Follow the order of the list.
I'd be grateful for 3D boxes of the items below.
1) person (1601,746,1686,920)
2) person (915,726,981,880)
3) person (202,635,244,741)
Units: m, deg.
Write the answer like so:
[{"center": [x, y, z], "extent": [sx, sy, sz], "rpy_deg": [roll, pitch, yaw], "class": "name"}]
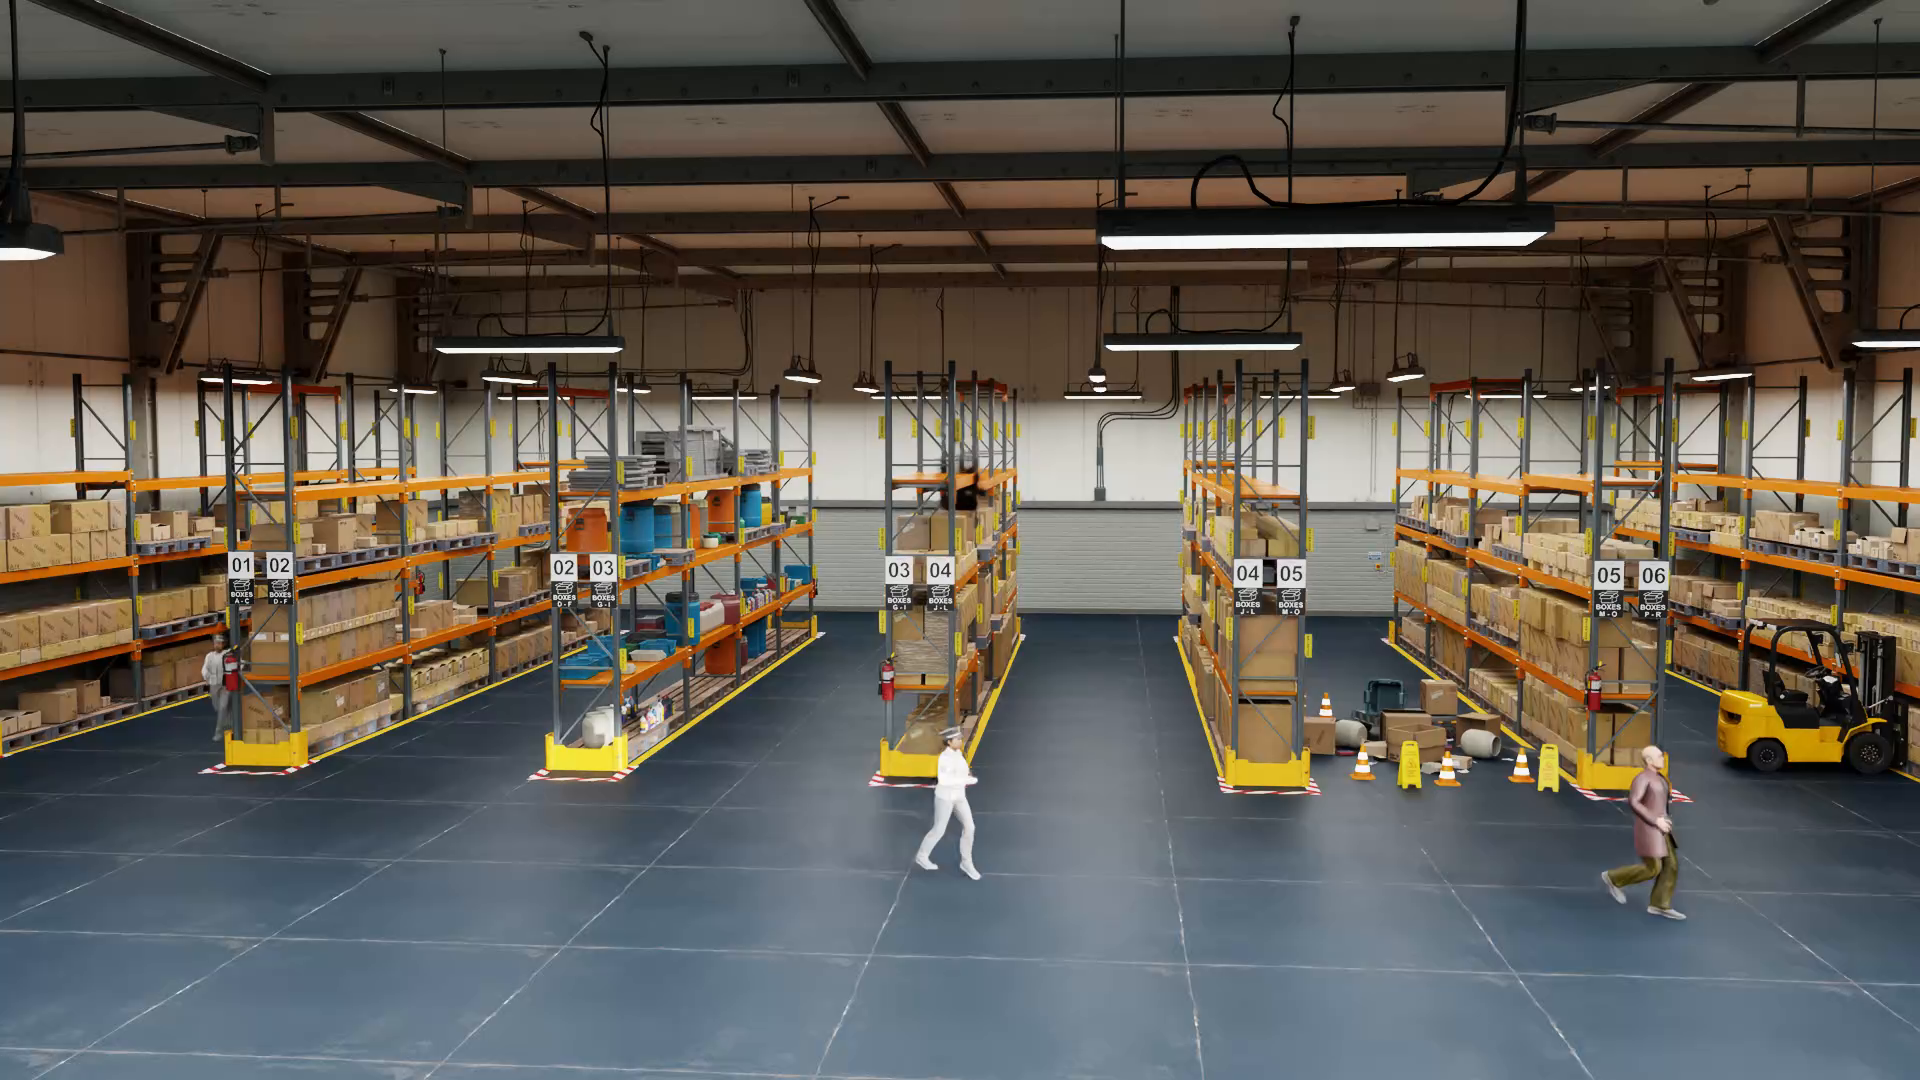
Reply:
[{"center": [7.099, 3.003, 17.211], "extent": [0.833, 1.760, 0.718], "rpy_deg": [4, 5, 43], "class": "person"}, {"center": [-0.120, 2.932, 18.645], "extent": [0.816, 1.737, 0.557], "rpy_deg": [2, 4, 33], "class": "person"}, {"center": [-12.068, 2.349, 27.174], "extent": [0.617, 1.636, 0.859], "rpy_deg": [0, 4, -6], "class": "person"}]
